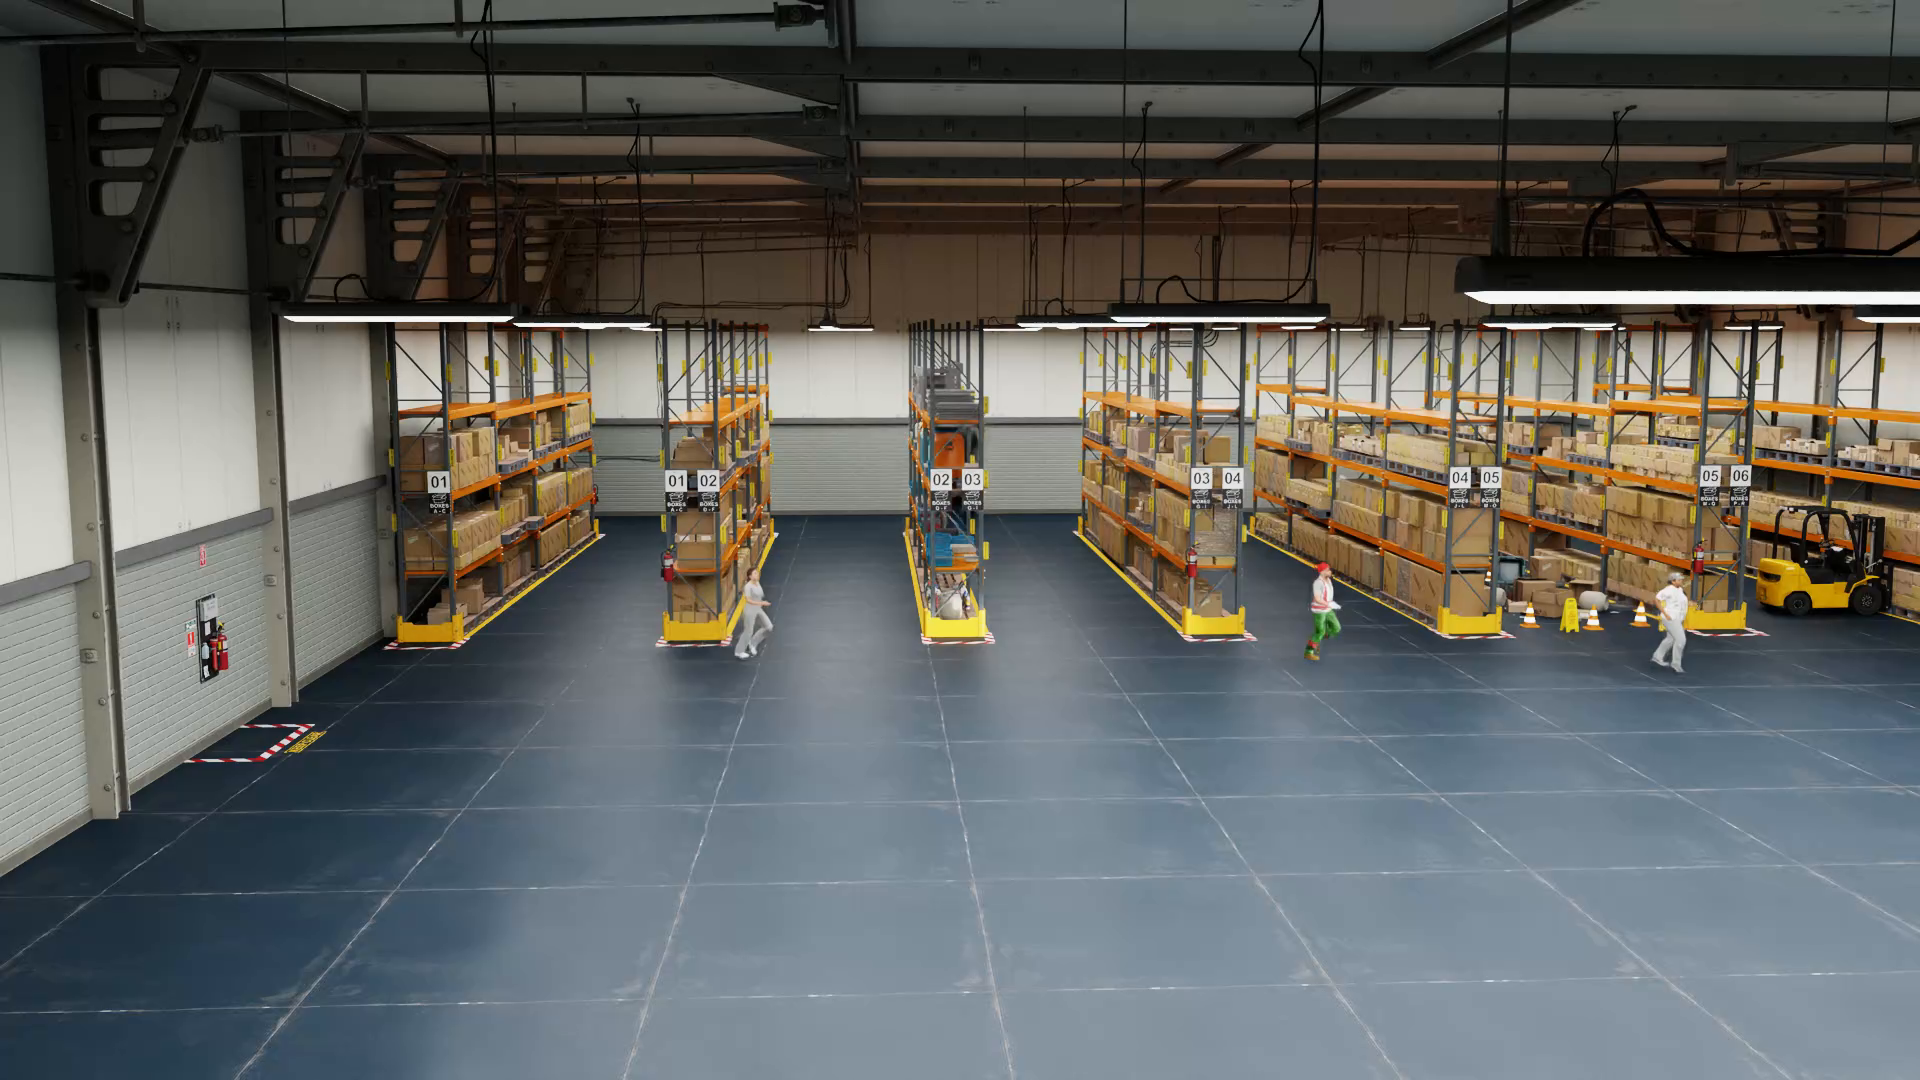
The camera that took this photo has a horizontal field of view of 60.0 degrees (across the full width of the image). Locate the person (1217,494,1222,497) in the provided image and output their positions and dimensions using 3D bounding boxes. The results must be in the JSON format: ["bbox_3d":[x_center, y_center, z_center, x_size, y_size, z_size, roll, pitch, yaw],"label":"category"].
[{"bbox_3d":[7.864,-1.132,48.967,0.660,1.651,0.789,-3,8,-20],"label":"person"}]

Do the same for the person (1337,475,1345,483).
[{"bbox_3d":[10.787,-0.949,47.083,0.675,1.801,0.723,-1,7,-12],"label":"person"}]

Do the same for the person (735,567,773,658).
[{"bbox_3d":[-3.626,1.280,29.375,0.773,1.622,0.584,4,8,30],"label":"person"}]

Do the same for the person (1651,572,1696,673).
[{"bbox_3d":[12.180,1.410,28.418,0.706,1.728,0.581,7,10,42],"label":"person"}]

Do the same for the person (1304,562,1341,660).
[{"bbox_3d":[6.426,1.251,29.256,0.701,1.738,0.695,6,9,38],"label":"person"}]
